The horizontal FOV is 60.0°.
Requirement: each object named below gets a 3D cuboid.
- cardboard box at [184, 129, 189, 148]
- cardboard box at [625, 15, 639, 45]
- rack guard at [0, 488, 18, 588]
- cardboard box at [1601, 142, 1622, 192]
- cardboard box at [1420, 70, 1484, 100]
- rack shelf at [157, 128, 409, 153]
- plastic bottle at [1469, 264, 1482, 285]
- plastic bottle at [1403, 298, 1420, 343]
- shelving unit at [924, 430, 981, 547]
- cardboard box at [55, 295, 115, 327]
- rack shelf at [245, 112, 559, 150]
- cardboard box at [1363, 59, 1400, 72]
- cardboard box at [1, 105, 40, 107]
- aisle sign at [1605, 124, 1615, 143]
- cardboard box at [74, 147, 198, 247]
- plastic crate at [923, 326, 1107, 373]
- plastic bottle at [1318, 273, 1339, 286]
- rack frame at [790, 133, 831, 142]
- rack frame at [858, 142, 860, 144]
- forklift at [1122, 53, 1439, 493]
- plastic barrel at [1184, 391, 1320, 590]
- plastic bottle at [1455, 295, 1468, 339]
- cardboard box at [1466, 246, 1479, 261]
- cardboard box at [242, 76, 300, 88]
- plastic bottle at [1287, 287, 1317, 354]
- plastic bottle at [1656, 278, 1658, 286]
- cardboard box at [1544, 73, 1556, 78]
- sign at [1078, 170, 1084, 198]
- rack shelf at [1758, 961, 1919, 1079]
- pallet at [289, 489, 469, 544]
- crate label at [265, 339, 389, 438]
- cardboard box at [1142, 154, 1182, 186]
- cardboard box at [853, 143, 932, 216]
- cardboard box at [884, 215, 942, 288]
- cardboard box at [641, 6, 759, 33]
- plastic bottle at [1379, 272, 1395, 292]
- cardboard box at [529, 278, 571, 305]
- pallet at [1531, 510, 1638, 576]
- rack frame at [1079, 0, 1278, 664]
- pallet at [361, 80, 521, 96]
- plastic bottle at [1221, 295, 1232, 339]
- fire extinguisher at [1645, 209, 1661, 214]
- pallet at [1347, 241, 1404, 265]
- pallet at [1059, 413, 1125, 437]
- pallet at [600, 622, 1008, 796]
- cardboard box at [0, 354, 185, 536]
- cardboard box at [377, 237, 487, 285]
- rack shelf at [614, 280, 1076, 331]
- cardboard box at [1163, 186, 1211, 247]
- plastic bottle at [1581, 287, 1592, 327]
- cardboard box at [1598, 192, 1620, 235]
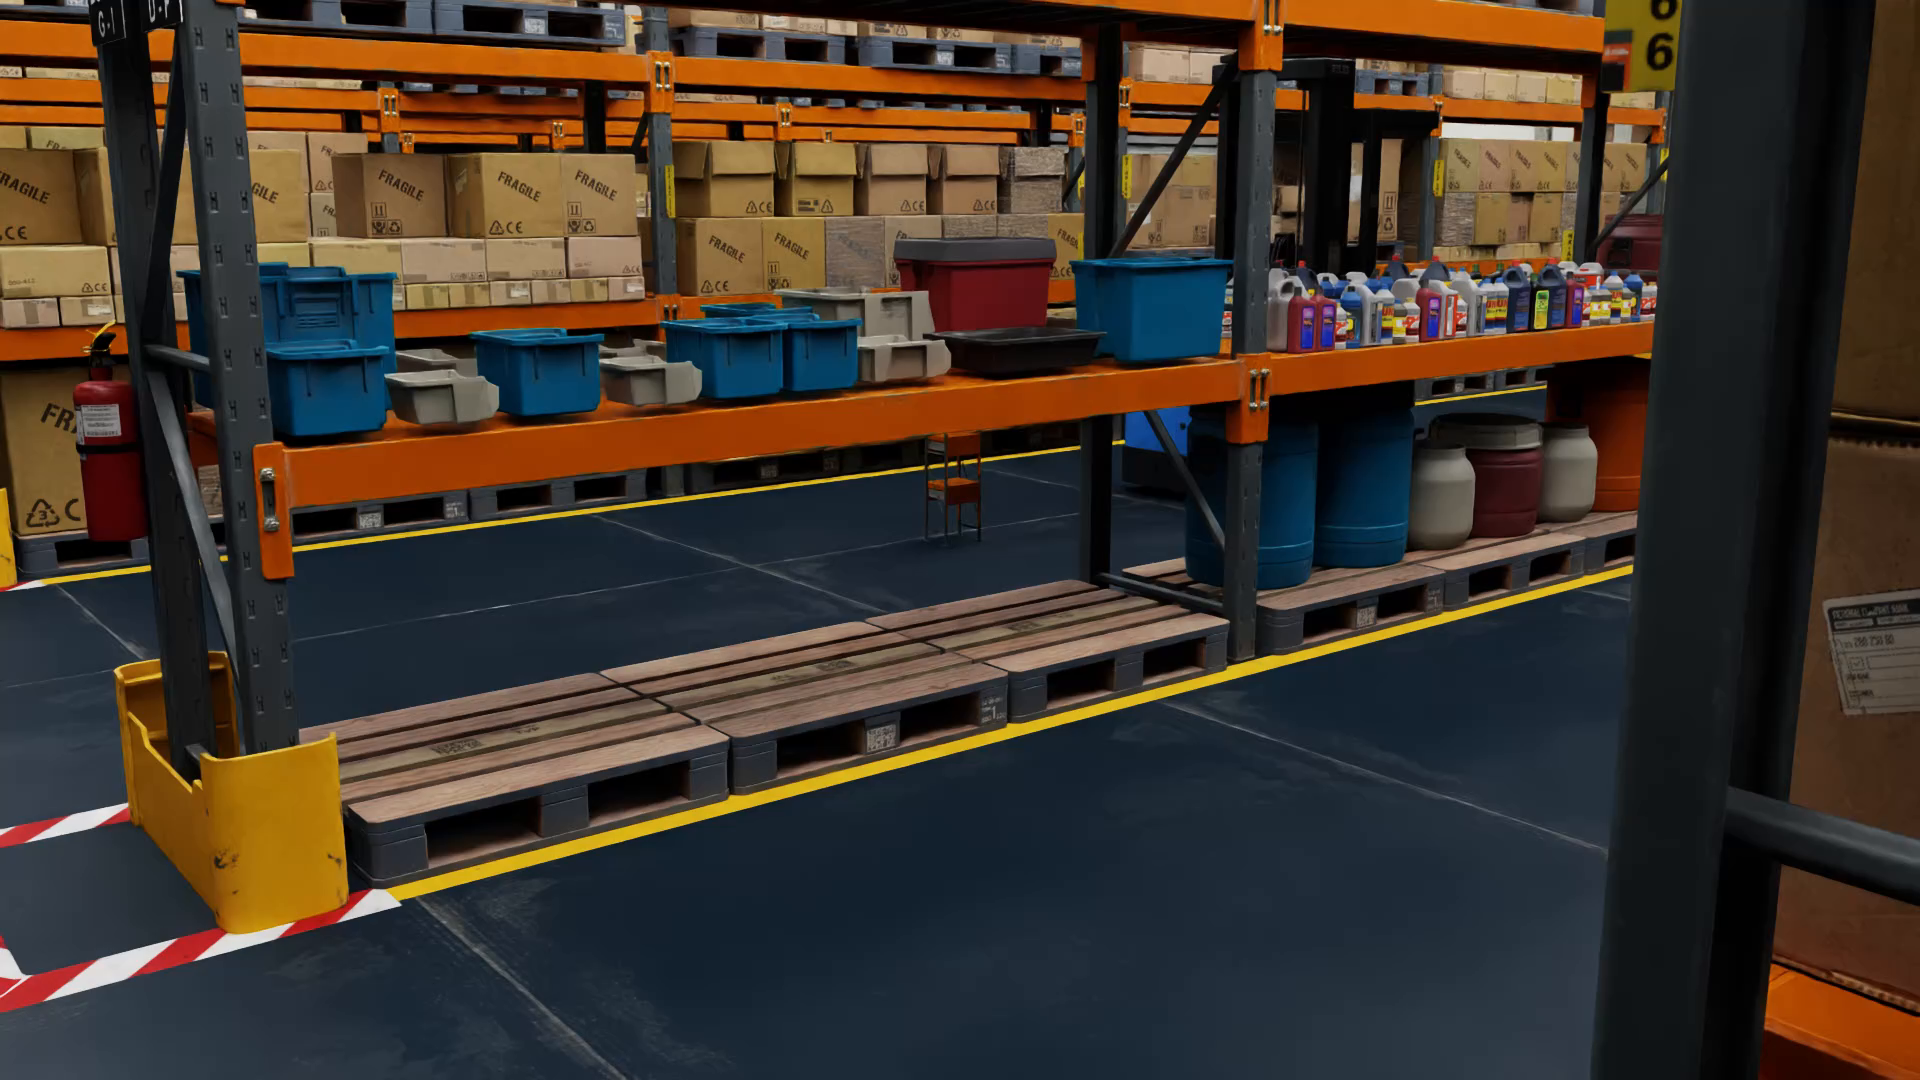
[{"bbox_3d":[-6.204,-3.092,13.604,0.500,0.500,0.500,-9,15,-36],"label":"cardboard box"},{"bbox_3d":[-3.219,-4.790,15.660,0.258,0.266,0.396,-9,15,-38],"label":"cardboard box"},{"bbox_3d":[-5.319,-0.083,8.815,0.348,0.500,1.175,-9,15,-38],"label":"rack guard"},{"bbox_3d":[6.531,-3.891,17.367,0.500,0.500,0.500,-9,15,-38],"label":"cardboard box"},{"bbox_3d":[4.581,-4.277,15.686,0.500,0.250,0.500,-10,16,-40],"label":"cardboard box"},{"bbox_3d":[-9.910,-5.614,23.358,4.000,0.370,1.077,-9,15,-38],"label":"rack shelf"},{"bbox_3d":[2.826,-1.383,9.199,0.133,0.283,0.061,-9,15,-38],"label":"plastic bottle"},{"bbox_3d":[2.062,-1.009,7.636,0.097,0.201,0.097,0,12,0],"label":"plastic bottle"},{"bbox_3d":[-0.042,-0.507,9.487,0.252,1.050,0.215,-9,15,-38],"label":"shelving unit"},{"bbox_3d":[-4.618,-1.212,8.719,0.250,0.149,0.380,-10,15,-38],"label":"cardboard box"},{"bbox_3d":[-6.806,-4.810,19.569,4.000,0.370,1.077,-9,15,-38],"label":"rack shelf"},{"bbox_3d":[3.641,-4.544,15.325,0.637,0.503,0.797,-10,16,-40],"label":"cardboard box"},{"bbox_3d":[-12.091,-5.607,21.234,0.500,0.250,0.500,-10,16,-40],"label":"cardboard box"},{"bbox_3d":[7.054,-4.713,18.344,0.004,0.787,0.394,-9,15,-38],"label":"aisle sign"},{"bbox_3d":[-4.367,-1.831,8.869,0.500,0.500,0.500,-10,16,-39],"label":"cardboard box"},{"bbox_3d":[0.211,-0.730,6.364,0.590,0.125,0.437,-9,15,-38],"label":"plastic crate"},{"bbox_3d":[1.807,-1.198,8.345,0.135,0.276,0.152,-9,15,-38],"label":"plastic bottle"},{"bbox_3d":[-2.121,-4.473,23.473,0.127,3.000,1.000,-9,15,-38],"label":"rack frame"},{"bbox_3d":[-2.102,-5.797,29.706,0.127,3.000,1.000,-9,15,-38],"label":"rack frame"},{"bbox_3d":[2.531,-1.888,11.465,3.031,2.935,1.130,-10,16,-40],"label":"forklift"},{"bbox_3d":[1.352,-0.271,7.725,0.708,0.901,0.600,-9,15,-38],"label":"plastic barrel"},{"bbox_3d":[2.347,-1.056,7.859,0.097,0.201,0.097,0,12,0],"label":"plastic bottle"},{"bbox_3d":[4.807,-2.789,16.147,0.250,0.149,0.380,-9,15,-38],"label":"cardboard box"},{"bbox_3d":[-5.809,-3.869,13.766,0.500,0.250,0.500,-9,15,-38],"label":"cardboard box"},{"bbox_3d":[1.470,-0.946,7.141,0.133,0.283,0.061,-9,15,-38],"label":"plastic bottle"},{"bbox_3d":[3.811,-1.335,8.973,0.133,0.283,0.061,-9,15,-38],"label":"plastic bottle"},{"bbox_3d":[5.690,-4.661,16.538,0.250,0.149,0.380,-9,15,-36],"label":"cardboard box"},{"bbox_3d":[1.397,-4.124,19.233,0.005,0.325,0.100,-9,15,-38],"label":"sign"},{"bbox_3d":[2.447,0.391,2.298,4.000,0.370,1.077,-9,15,-38],"label":"rack shelf"},{"bbox_3d":[-3.773,-0.218,10.149,1.213,0.211,1.003,-9,15,-38],"label":"pallet"},{"bbox_3d":[-1.808,-0.431,4.697,0.303,0.233,0.416,-9,15,-38],"label":"crate label"},{"bbox_3d":[2.224,-4.465,20.475,0.550,0.550,0.875,-9,15,-38],"label":"cardboard box"},{"bbox_3d":[-0.665,-2.622,12.099,0.637,0.503,0.797,-9,15,-36],"label":"cardboard box"},{"bbox_3d":[-0.479,-2.094,12.027,0.500,0.500,0.500,-9,15,-37],"label":"cardboard box"},{"bbox_3d":[-1.731,-3.626,11.011,0.500,0.500,0.700,-9,15,-36],"label":"cardboard box"},{"bbox_3d":[2.204,-1.252,8.614,0.097,0.271,0.097,0,12,0],"label":"plastic bottle"},{"bbox_3d":[-2.612,-1.545,10.290,0.250,0.149,0.380,-10,15,-39],"label":"cardboard box"},{"bbox_3d":[3.451,-0.070,9.451,1.213,0.211,1.003,-9,15,-38],"label":"pallet"},{"bbox_3d":[0.917,-1.024,7.231,0.127,3.000,1.000,-9,15,-38],"label":"rack frame"},{"bbox_3d":[-4.648,-4.083,14.868,1.003,0.211,1.213,-9,15,-38],"label":"pallet"},{"bbox_3d":[1.238,-1.058,7.866,0.097,0.201,0.097,0,12,0],"label":"plastic bottle"},{"bbox_3d":[7.570,-3.287,18.073,0.183,0.674,0.296,-9,15,-38],"label":"fire extinguisher"},{"bbox_3d":[3.382,-2.696,15.567,1.213,0.211,1.003,-9,15,-38],"label":"pallet"},{"bbox_3d":[1.557,-1.084,14.225,1.213,0.211,1.003,-9,15,-38],"label":"pallet"},{"bbox_3d":[-0.586,0.601,6.292,1.213,0.211,1.003,-9,15,-38],"label":"pallet"},{"bbox_3d":[-4.851,-0.571,9.199,0.875,0.875,0.875,-9,15,-38],"label":"cardboard box"},{"bbox_3d":[-3.159,-1.666,9.899,0.500,0.250,0.500,-9,15,-37],"label":"cardboard box"},{"bbox_3d":[-0.616,-1.735,12.311,4.000,0.370,1.077,-9,15,-38],"label":"rack shelf"},{"bbox_3d":[1.716,-2.766,14.183,0.500,0.500,0.700,-7,14,-29],"label":"cardboard box"},{"bbox_3d":[3.177,-1.194,8.509,0.097,0.201,0.097,0,12,0],"label":"plastic bottle"},{"bbox_3d":[6.431,-3.428,17.594,0.500,0.500,0.875,-9,15,-38],"label":"cardboard box"}]
